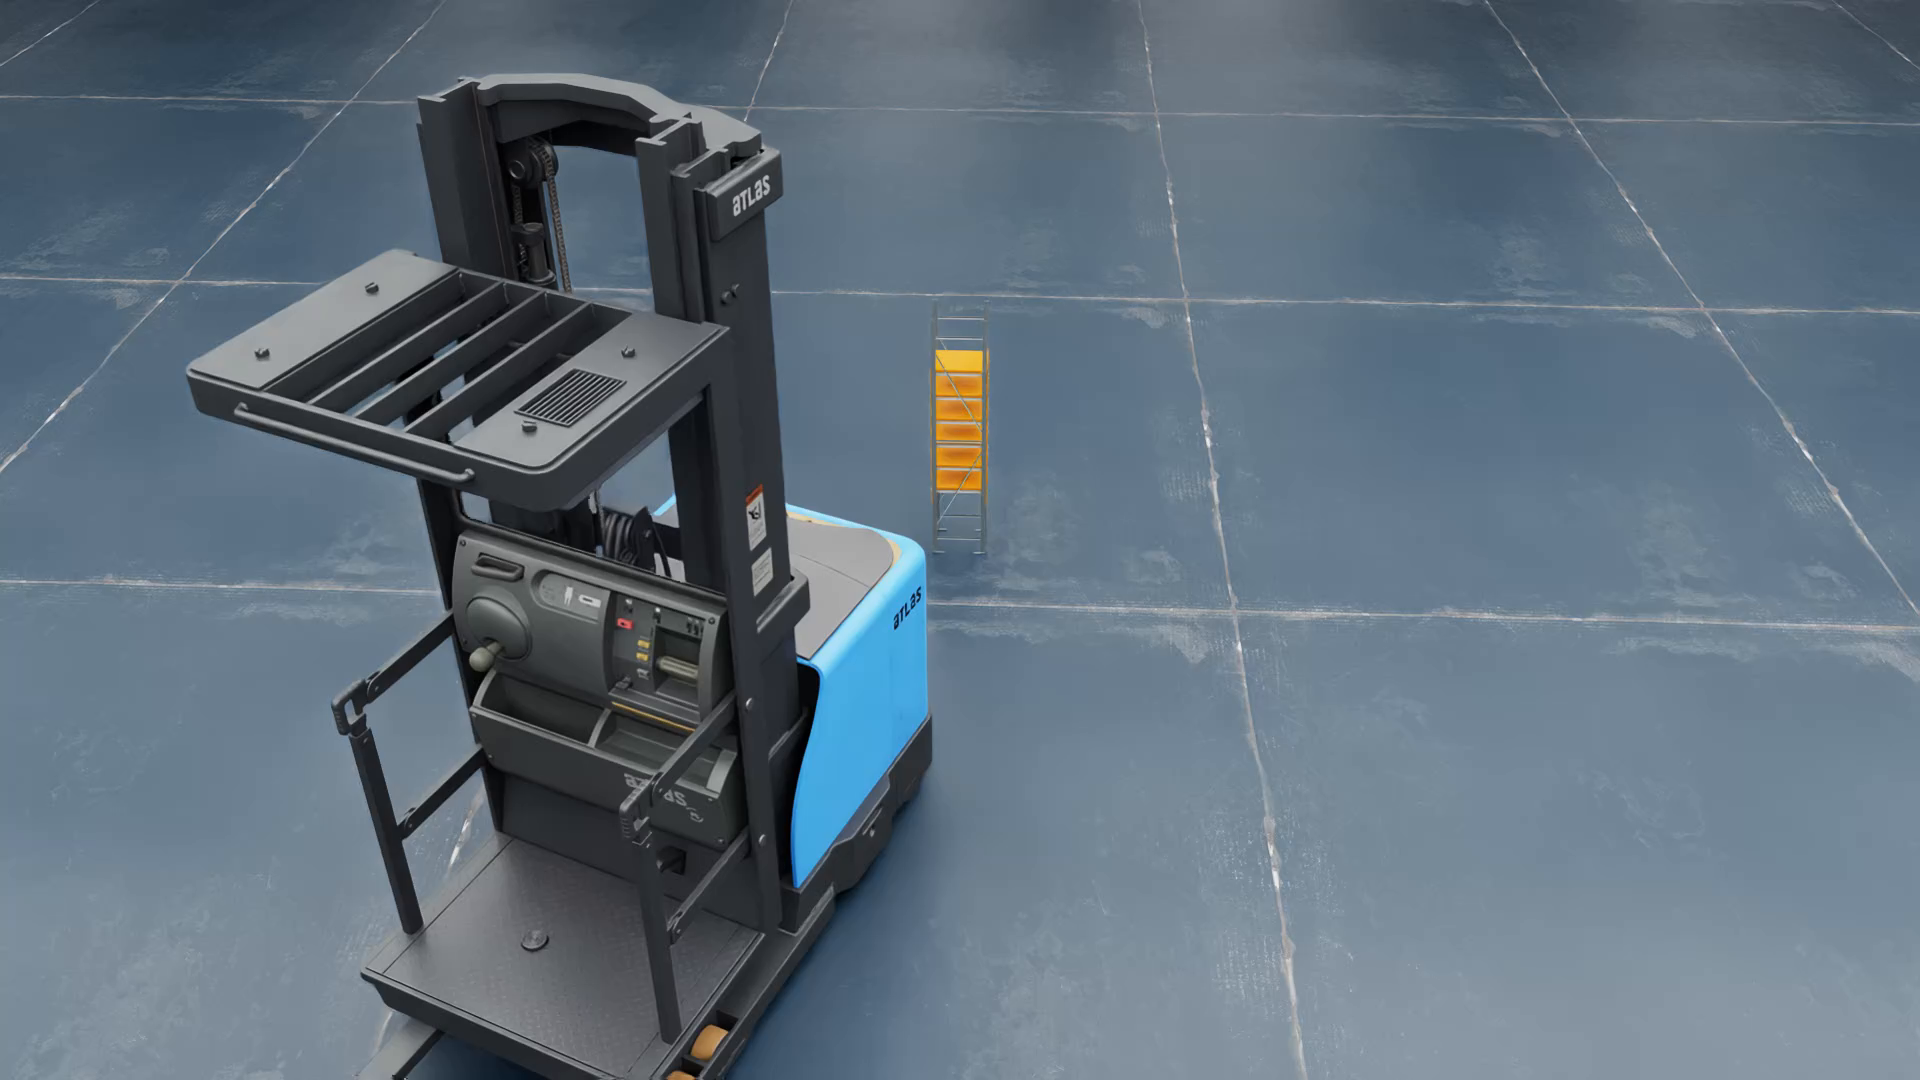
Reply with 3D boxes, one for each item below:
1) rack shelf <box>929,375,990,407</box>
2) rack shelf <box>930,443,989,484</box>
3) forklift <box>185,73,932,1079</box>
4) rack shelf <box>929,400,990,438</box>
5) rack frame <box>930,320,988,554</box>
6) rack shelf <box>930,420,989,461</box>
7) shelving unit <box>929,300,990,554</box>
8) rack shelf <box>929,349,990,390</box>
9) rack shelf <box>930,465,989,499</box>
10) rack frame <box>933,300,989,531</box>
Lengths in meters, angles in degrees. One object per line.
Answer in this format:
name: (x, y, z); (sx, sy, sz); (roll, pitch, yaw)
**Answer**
rack shelf: (-0.001, -0.643, 7.281); (0.258, 0.103, 0.180); (1, 35, 2)
rack shelf: (-0.001, -0.348, 7.488); (0.258, 0.103, 0.180); (1, 35, 2)
forklift: (-1.198, 0.328, 4.734); (1.130, 2.935, 3.031); (15, 38, 21)
rack shelf: (-0.001, -0.544, 7.350); (0.258, 0.103, 0.180); (1, 35, 2)
rack frame: (-0.004, -0.430, 7.318); (0.240, 1.200, 0.006); (1, 35, 2)
rack shelf: (-0.001, -0.446, 7.419); (0.258, 0.103, 0.180); (1, 35, 2)
shelving unit: (-0.001, -0.483, 7.393); (0.258, 1.200, 0.189); (1, 35, 2)
rack shelf: (-0.001, -0.741, 7.212); (0.258, 0.103, 0.180); (1, 35, 2)
rack shelf: (-0.001, -0.250, 7.557); (0.258, 0.103, 0.180); (1, 35, 2)
rack frame: (0.003, -0.535, 7.468); (0.240, 1.200, 0.006); (1, 35, 2)
